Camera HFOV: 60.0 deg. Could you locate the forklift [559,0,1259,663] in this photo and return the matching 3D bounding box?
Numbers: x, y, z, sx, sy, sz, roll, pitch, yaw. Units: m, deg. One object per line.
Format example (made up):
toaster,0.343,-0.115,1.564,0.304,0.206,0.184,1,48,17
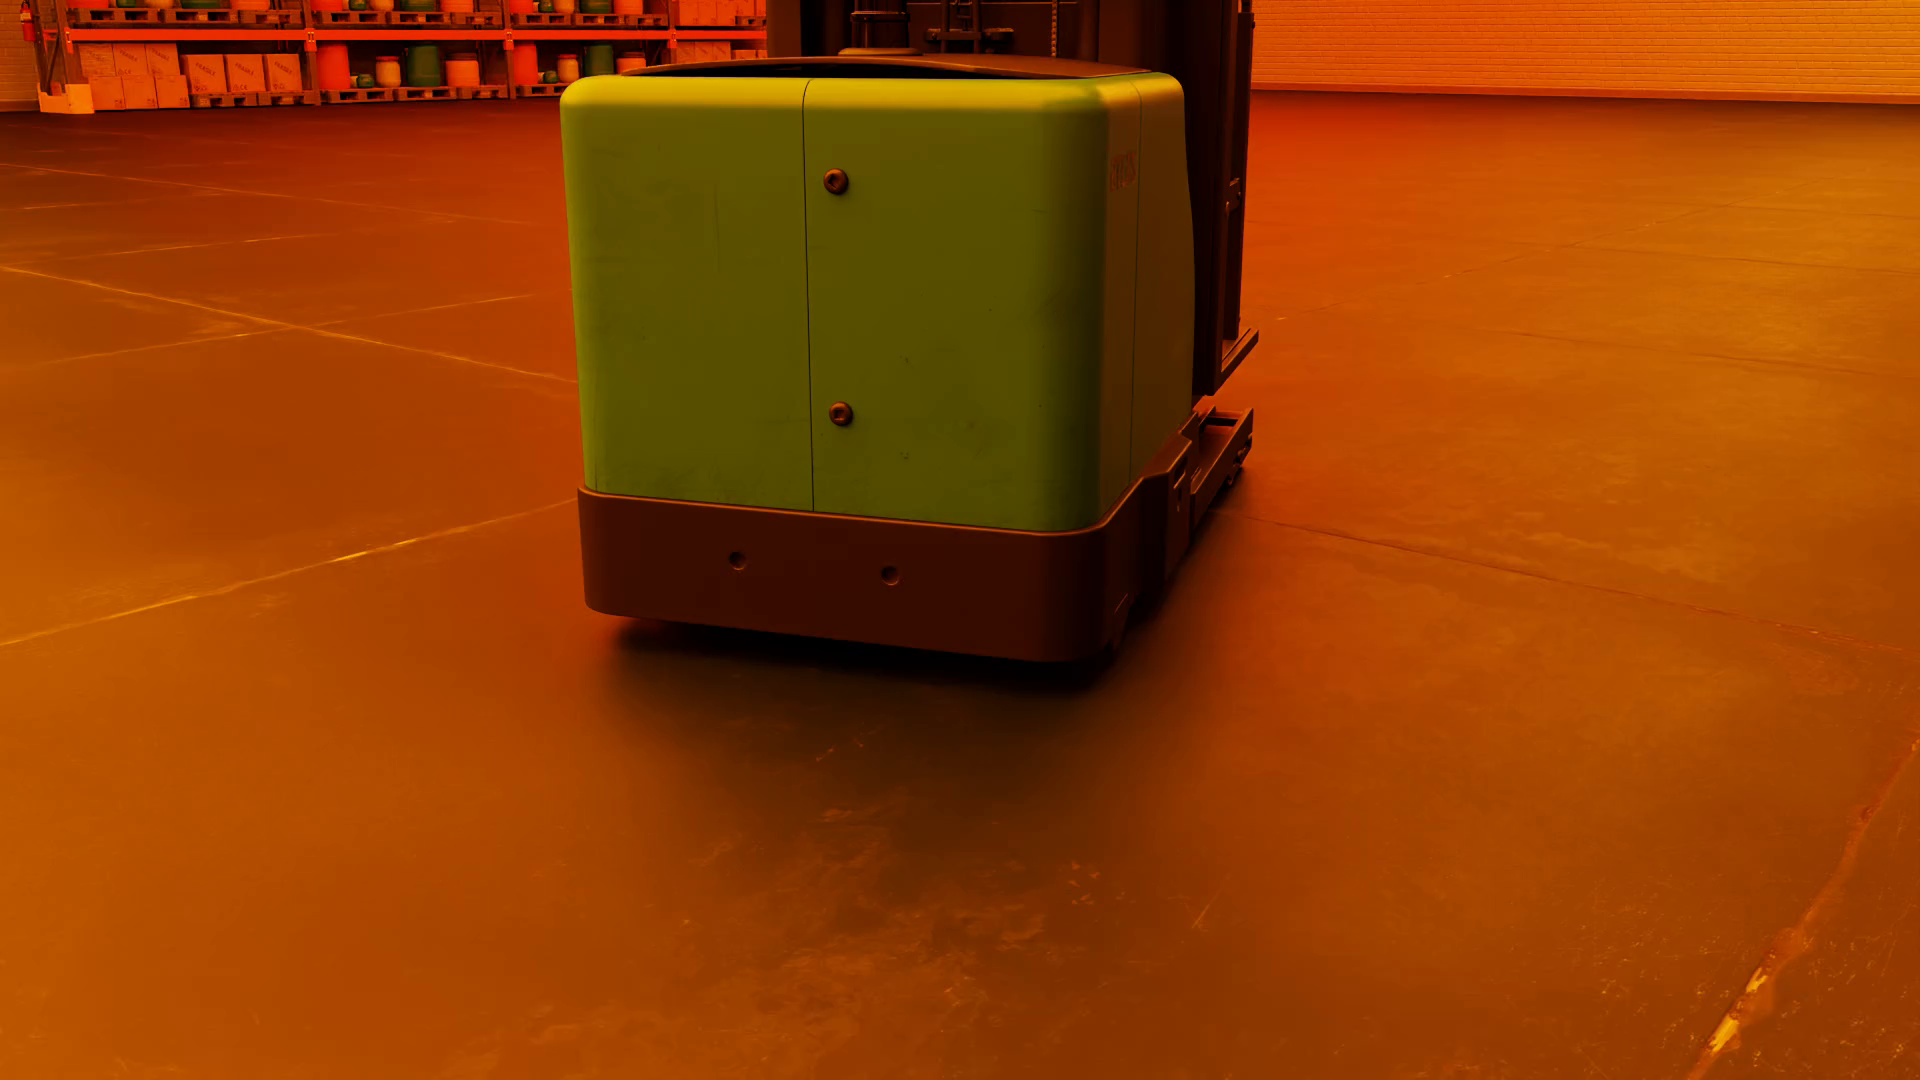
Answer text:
forklift,0.182,-1.571,4.072,1.130,2.935,3.031,5,18,17
